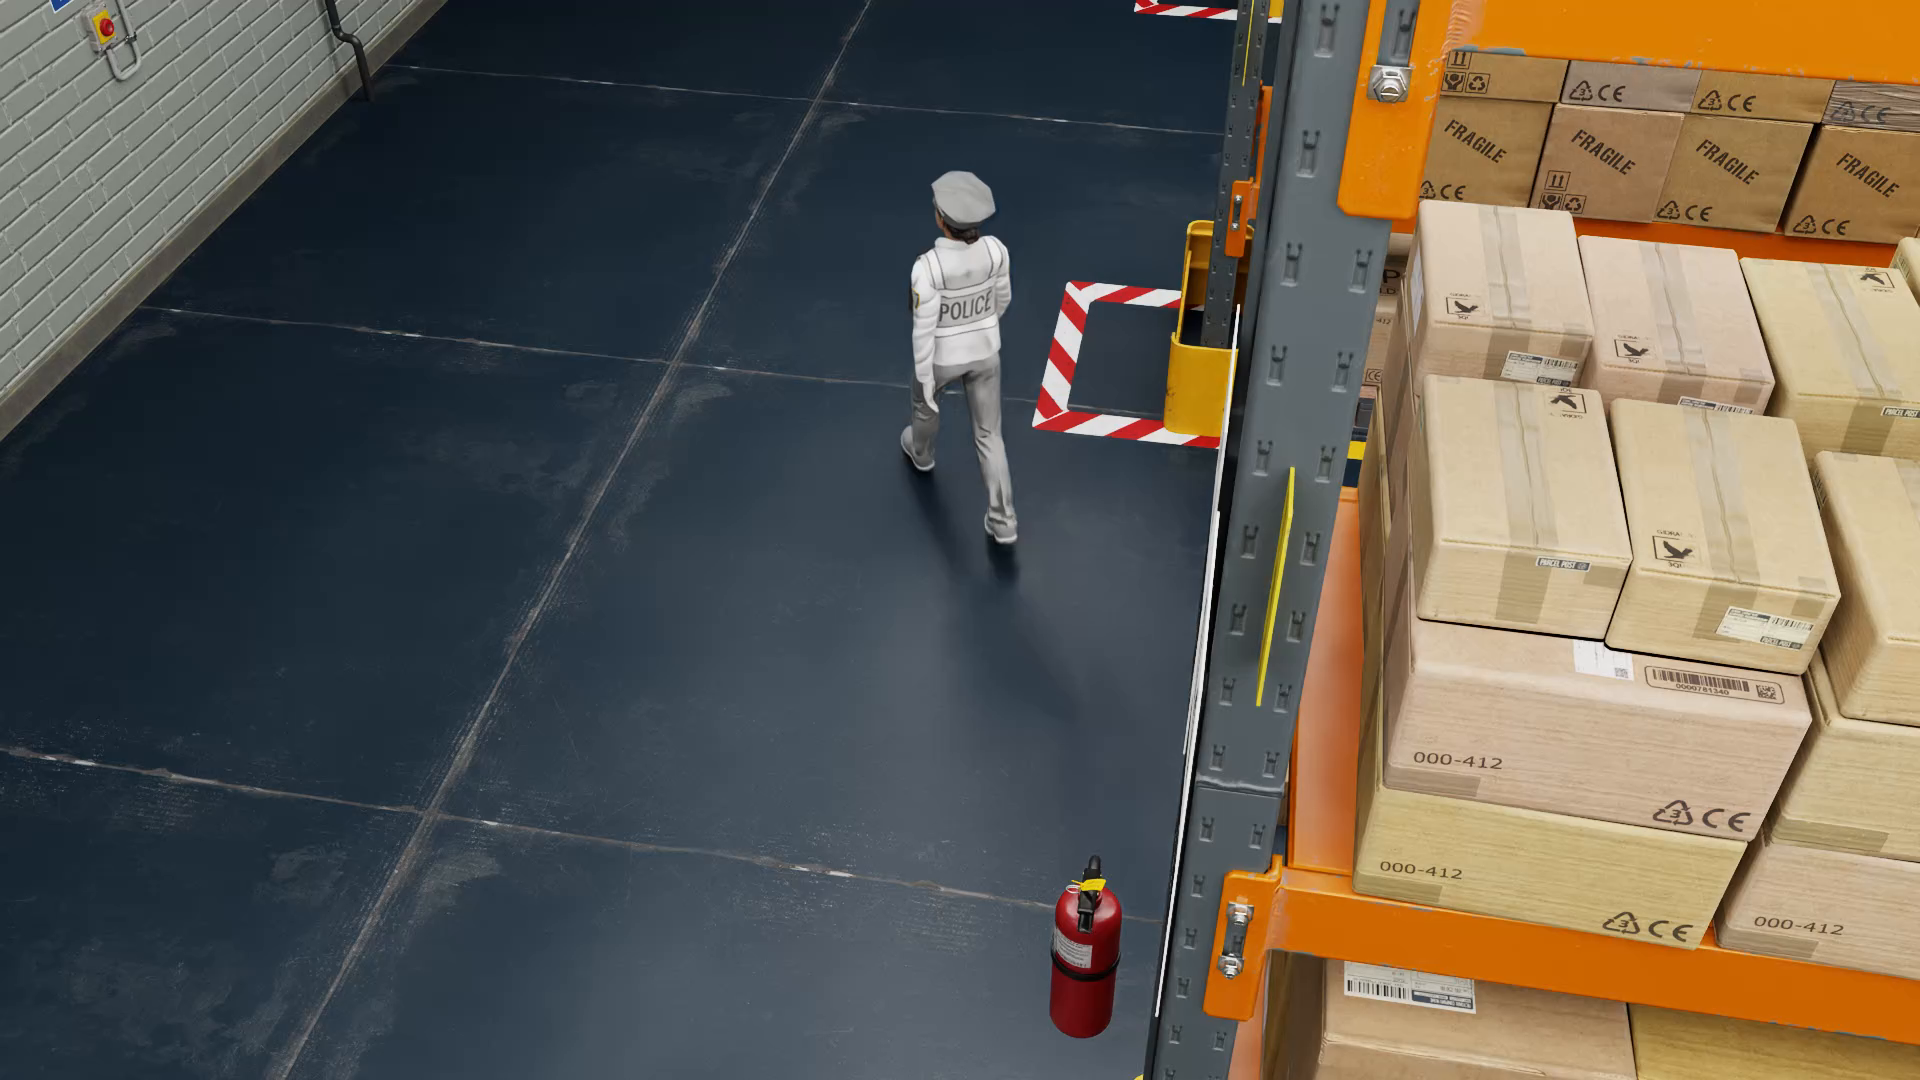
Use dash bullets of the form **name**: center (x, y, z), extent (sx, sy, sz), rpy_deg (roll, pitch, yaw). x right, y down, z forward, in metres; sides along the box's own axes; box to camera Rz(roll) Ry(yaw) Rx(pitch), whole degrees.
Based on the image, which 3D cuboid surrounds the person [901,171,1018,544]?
- **person**: center (-0.002, -0.817, 7.075), extent (0.484, 1.636, 1.017), rpy_deg (-12, 42, -14)
